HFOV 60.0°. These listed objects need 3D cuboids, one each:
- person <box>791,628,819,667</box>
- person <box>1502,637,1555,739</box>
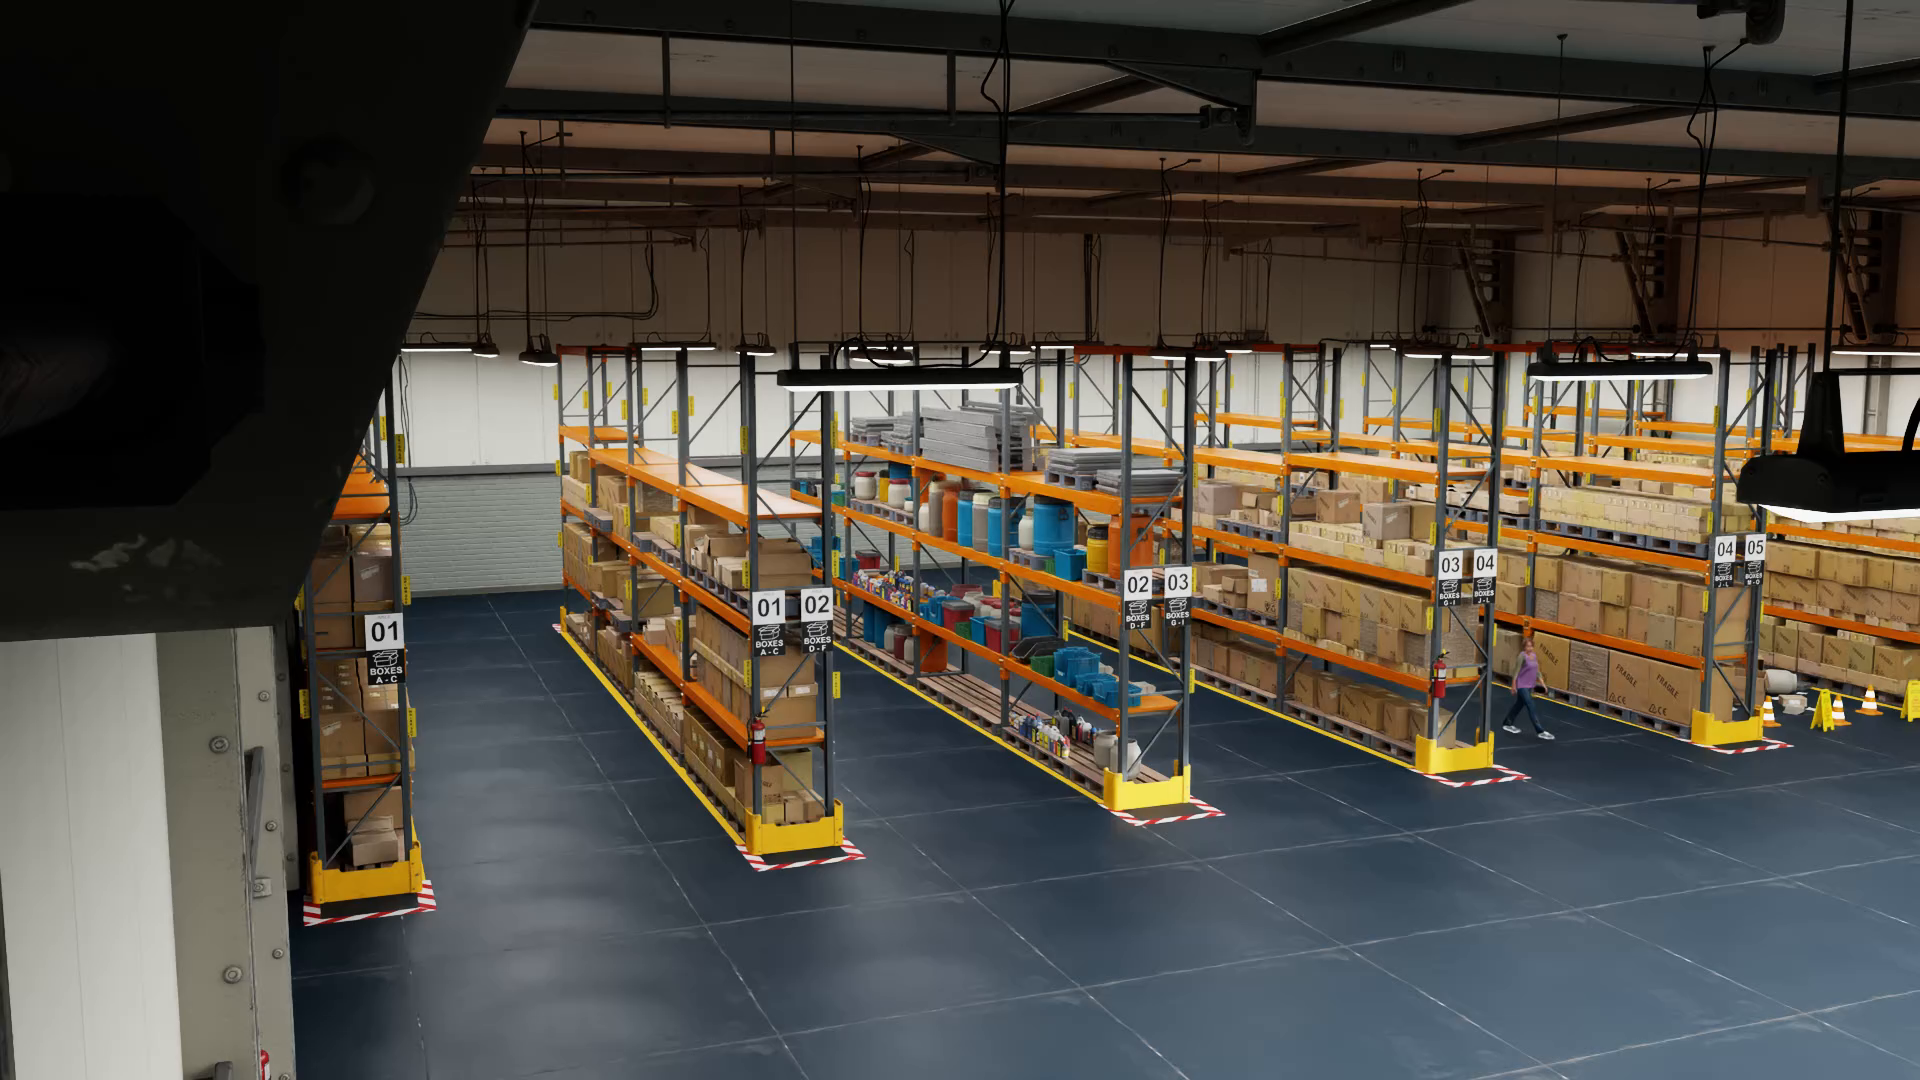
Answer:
[{"bbox_3d":[-2.899,1.525,30.977,0.567,1.776,0.479,1,7,4],"label":"person"},{"bbox_3d":[8.823,2.279,25.733,0.442,1.557,0.916,-6,10,-41],"label":"person"}]
